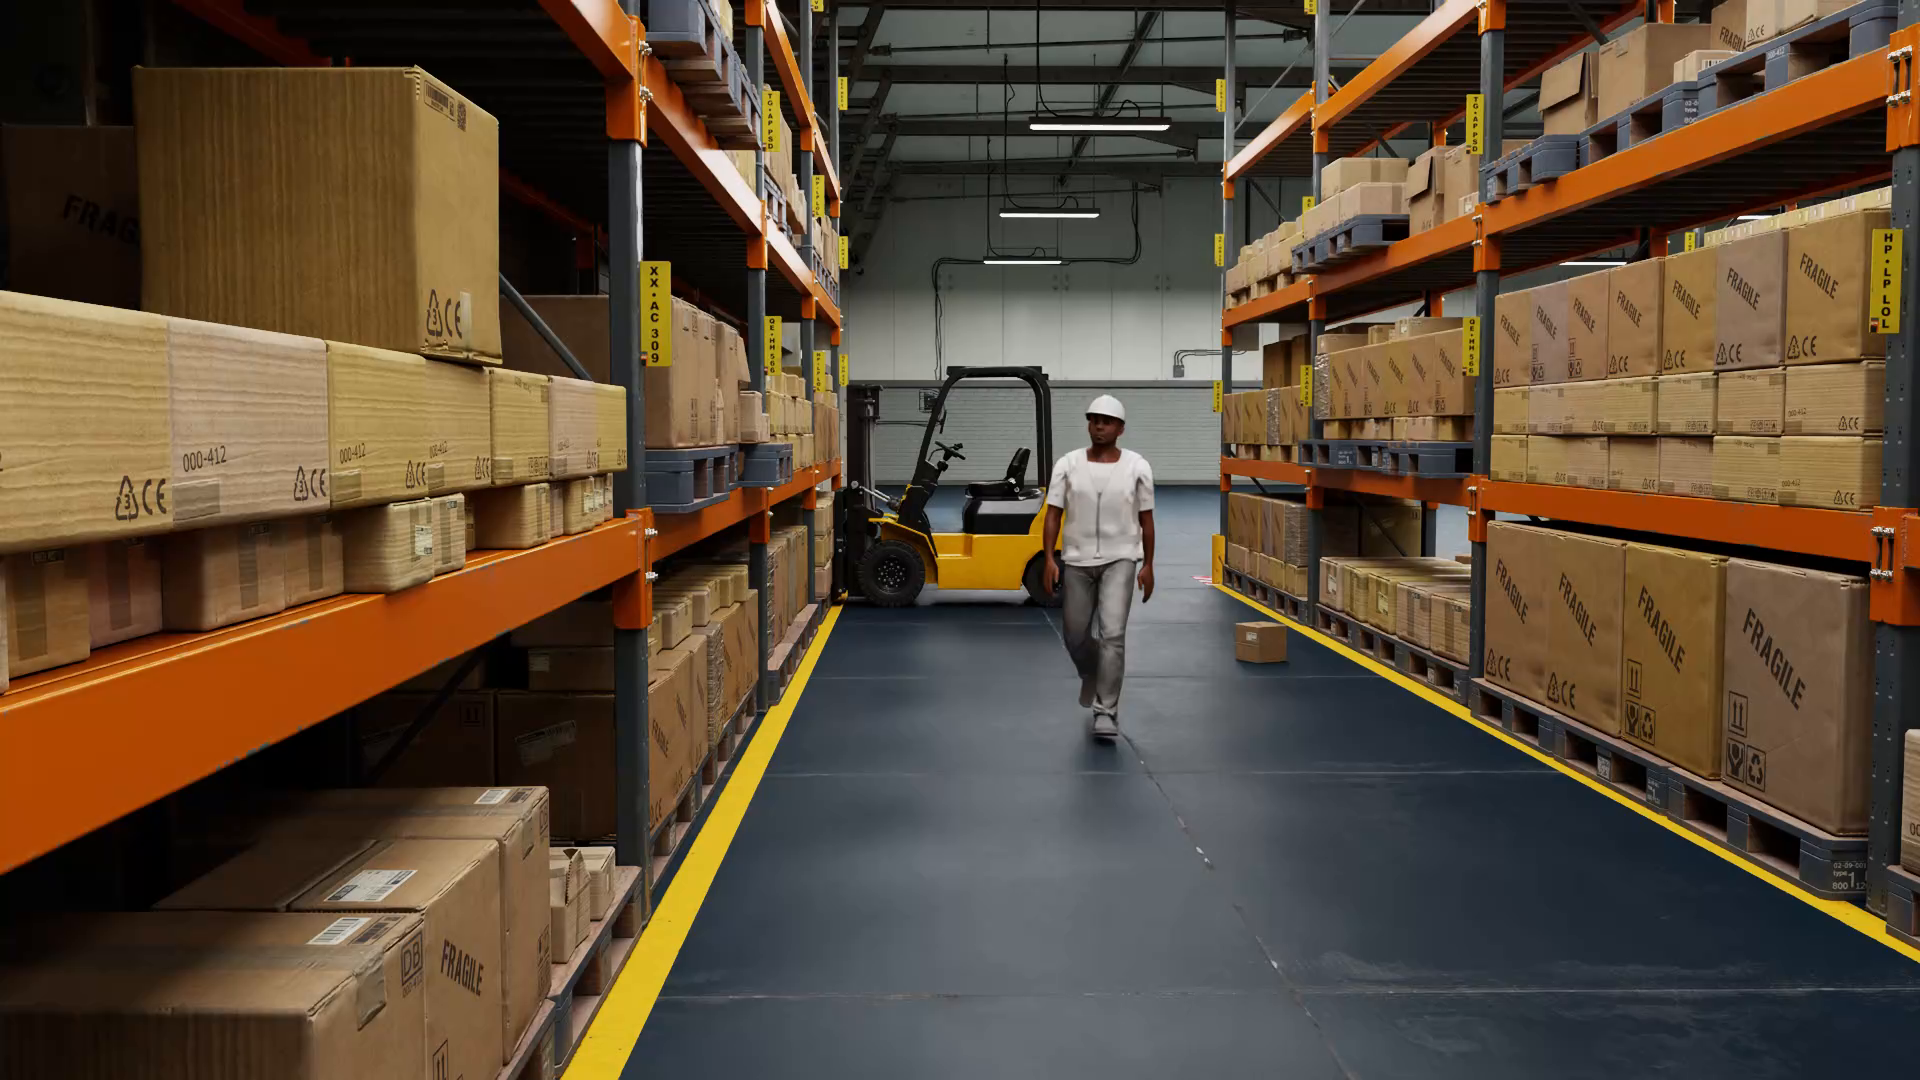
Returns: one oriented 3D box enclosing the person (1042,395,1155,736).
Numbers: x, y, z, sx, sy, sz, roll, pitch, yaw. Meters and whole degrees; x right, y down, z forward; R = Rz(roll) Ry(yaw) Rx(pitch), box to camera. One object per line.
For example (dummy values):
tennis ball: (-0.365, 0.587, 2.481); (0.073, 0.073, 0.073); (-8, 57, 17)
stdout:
person: (0.723, 0.114, 8.699); (0.579, 1.741, 0.872); (1, 4, 12)
